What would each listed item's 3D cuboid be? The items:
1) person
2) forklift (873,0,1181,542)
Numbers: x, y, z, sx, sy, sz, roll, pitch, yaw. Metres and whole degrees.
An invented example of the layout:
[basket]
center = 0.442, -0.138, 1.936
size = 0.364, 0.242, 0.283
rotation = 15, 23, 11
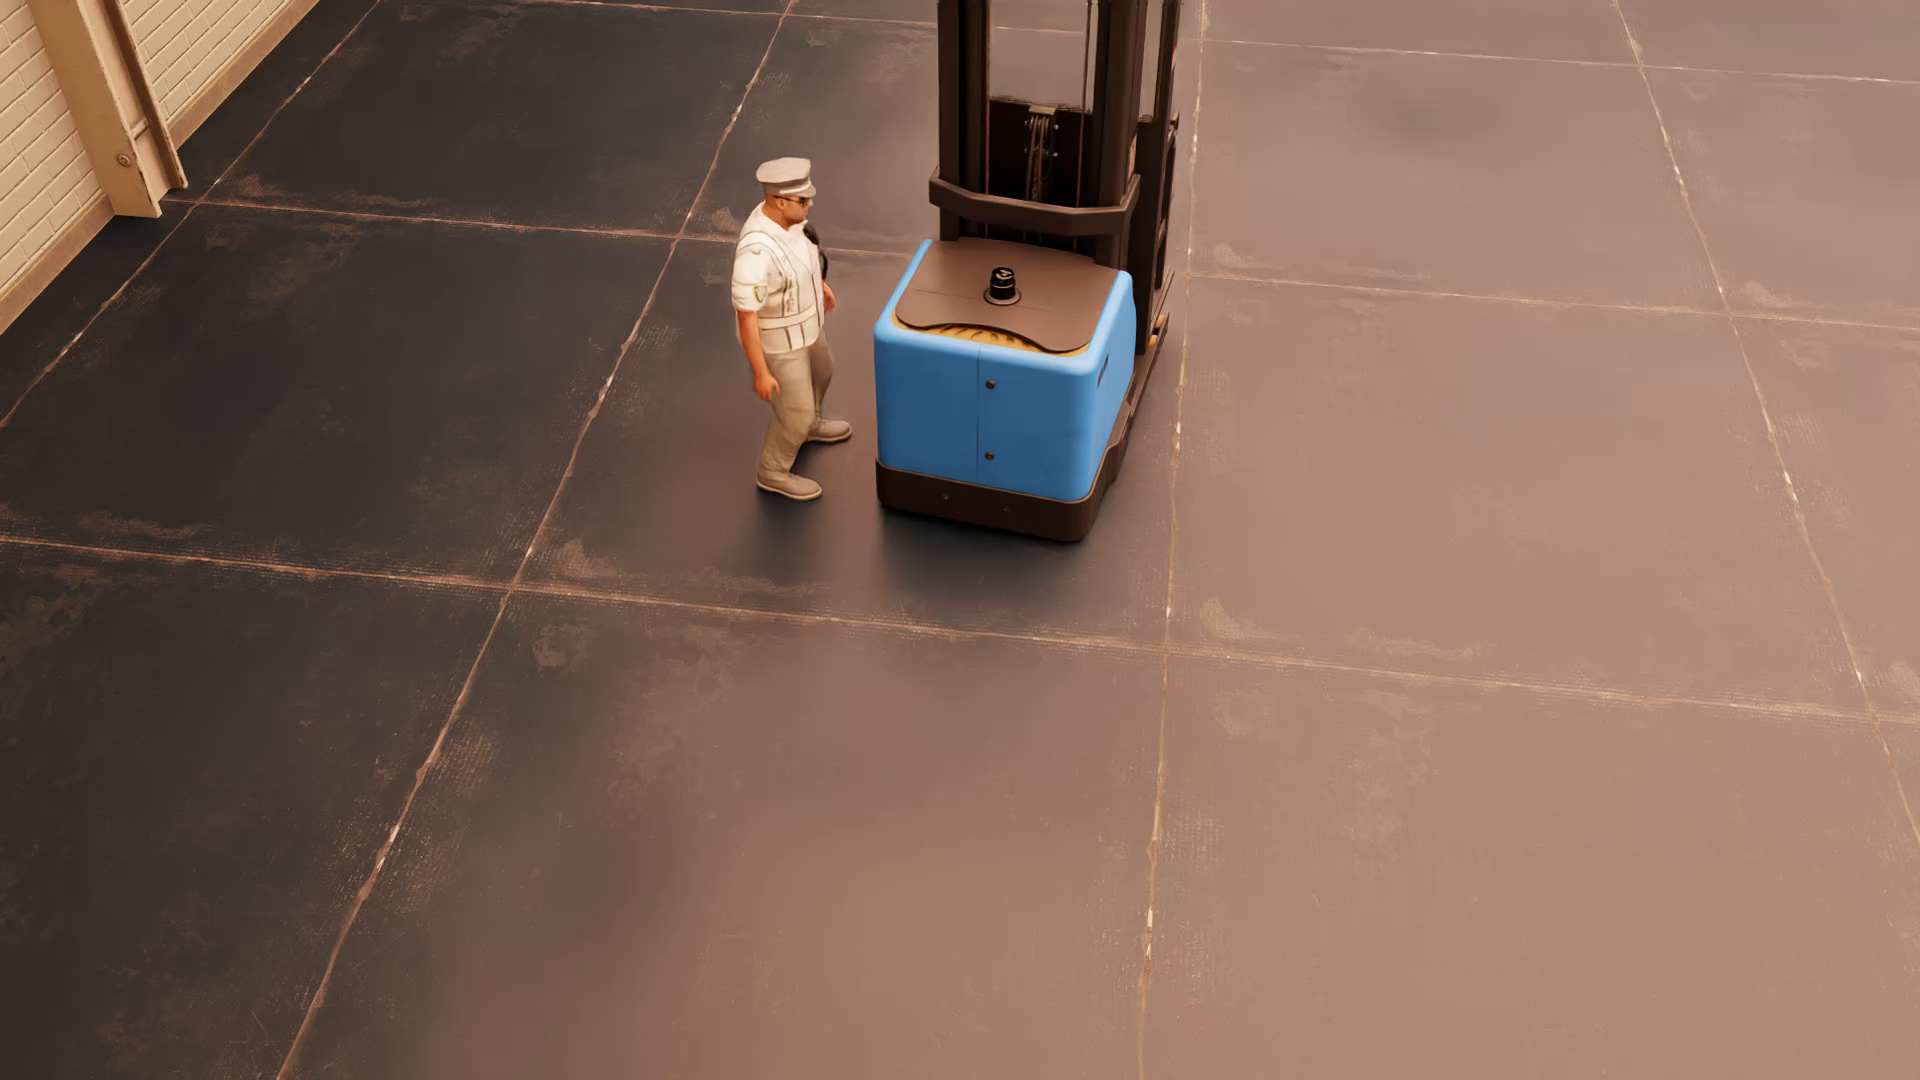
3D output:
[person]
center = -0.810, -0.976, 7.679
size = 0.386, 1.724, 0.775
rotation = 9, 43, 10
[forklift]
center = 0.506, -2.084, 7.993
size = 1.130, 2.935, 3.031
rotation = 11, 44, 12
